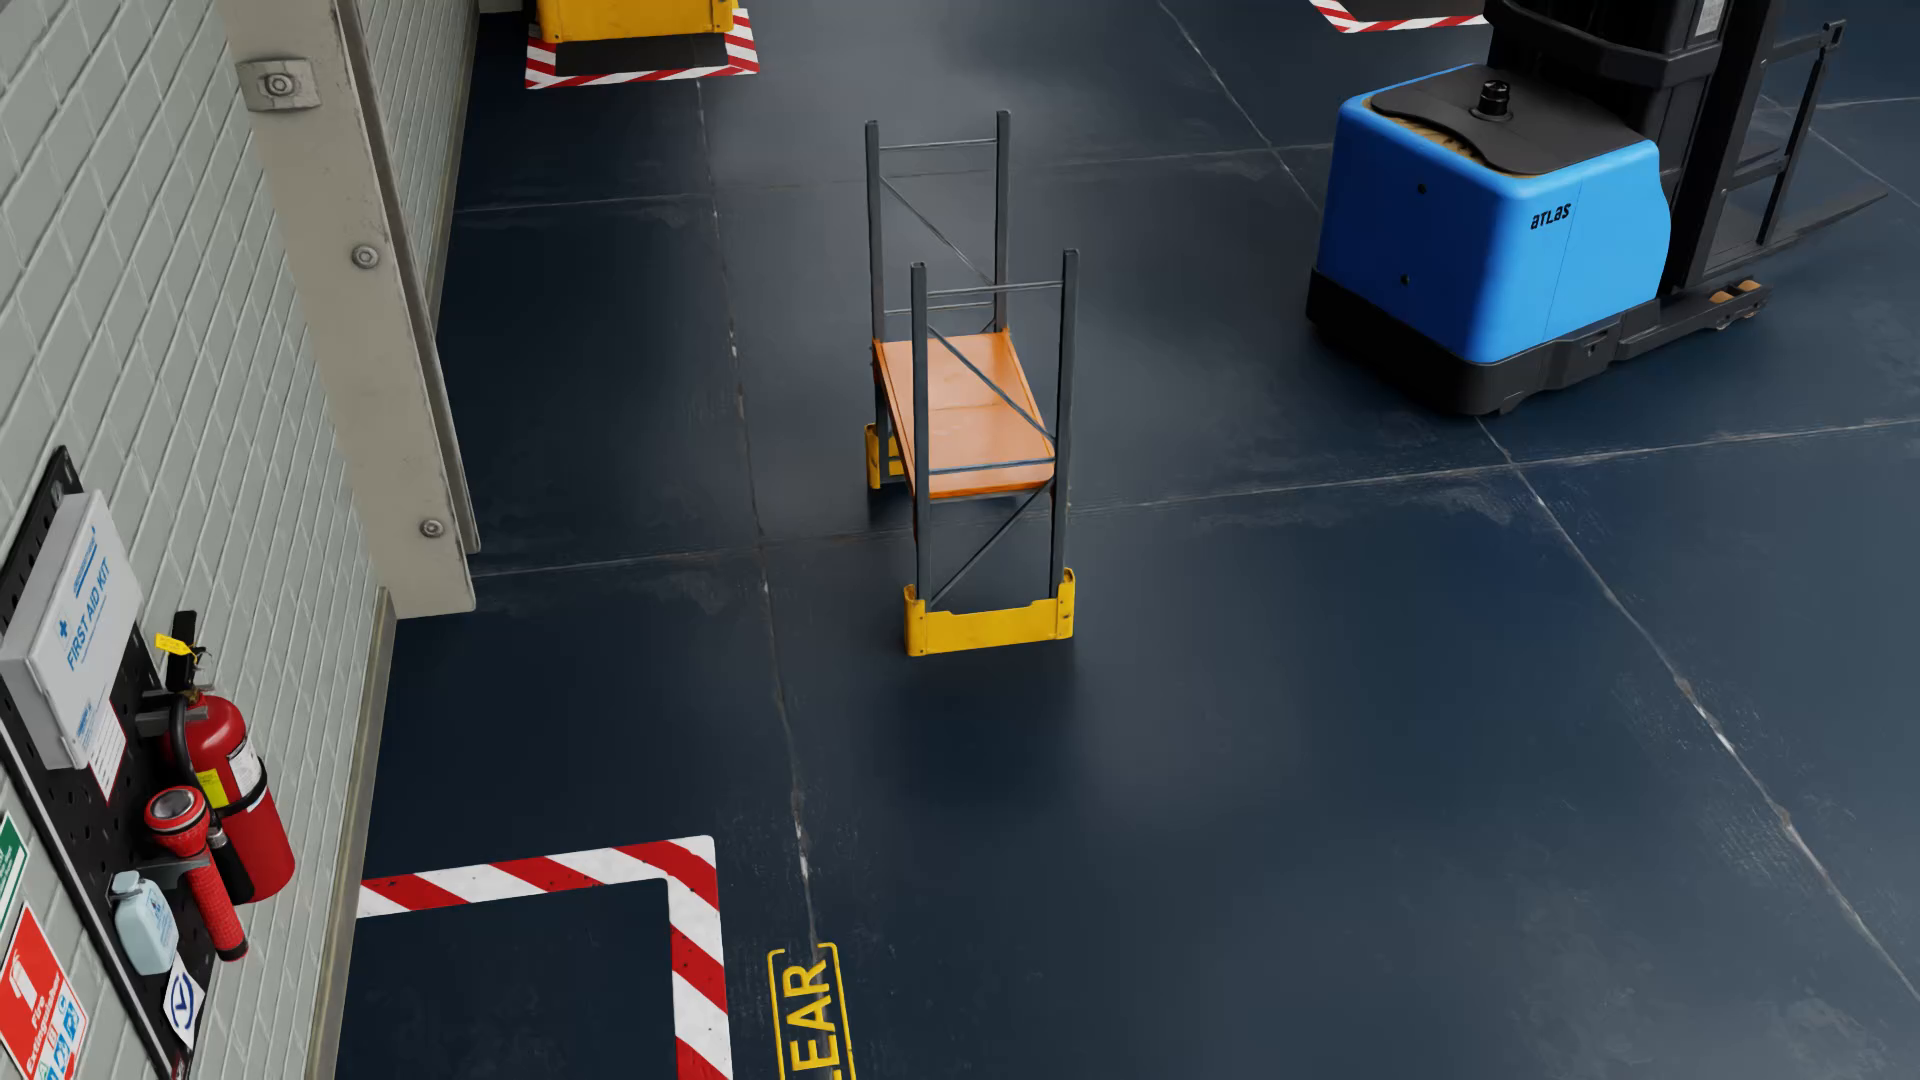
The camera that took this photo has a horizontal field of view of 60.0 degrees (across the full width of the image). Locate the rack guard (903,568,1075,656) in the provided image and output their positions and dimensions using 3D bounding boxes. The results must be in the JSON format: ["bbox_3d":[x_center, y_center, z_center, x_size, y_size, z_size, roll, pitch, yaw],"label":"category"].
[{"bbox_3d":[0.101,0.248,5.727,0.587,0.250,0.087,-6,38,-8],"label":"rack guard"}]

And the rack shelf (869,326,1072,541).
[{"bbox_3d":[0.015,-0.399,5.834,0.538,0.185,1.000,-6,38,-8],"label":"rack shelf"}]

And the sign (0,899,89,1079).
[{"bbox_3d":[-1.523,0.791,2.757,0.001,0.329,0.234,-6,38,-8],"label":"sign"}]

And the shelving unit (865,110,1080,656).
[{"bbox_3d":[0.013,-0.546,5.731,0.587,1.500,1.083,-6,38,-8],"label":"shelving unit"}]

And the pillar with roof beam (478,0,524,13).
[{"bbox_3d":[1.273,-7.493,8.559,9.100,9.000,0.400,-6,38,-8],"label":"pillar with roof beam"}]

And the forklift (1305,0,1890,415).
[{"bbox_3d":[3.062,-2.354,6.891,3.031,2.935,1.130,-21,43,-25],"label":"forklift"}]

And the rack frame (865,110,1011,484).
[{"bbox_3d":[-0.074,-0.848,6.119,0.500,1.500,0.032,-6,38,-8],"label":"rack frame"}]

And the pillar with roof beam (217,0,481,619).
[{"bbox_3d":[2.324,-3.868,3.895,9.100,9.000,0.400,-6,38,-8],"label":"pillar with roof beam"}]

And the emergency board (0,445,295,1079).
[{"bbox_3d":[-1.518,0.460,3.212,0.194,1.169,0.643,-6,38,-8],"label":"emergency board"}]

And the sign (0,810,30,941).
[{"bbox_3d":[-1.515,0.578,2.600,0.001,0.109,0.331,-6,38,-8],"label":"sign"}]

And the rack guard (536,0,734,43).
[{"bbox_3d":[-2.005,-3.389,10.205,1.175,0.500,0.348,-6,38,-8],"label":"rack guard"}]

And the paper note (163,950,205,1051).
[{"bbox_3d":[-1.555,0.923,3.336,0.016,0.148,0.142,-6,38,-8],"label":"paper note"}]

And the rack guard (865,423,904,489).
[{"bbox_3d":[-0.074,-0.353,6.501,0.587,0.250,0.087,-6,38,-8],"label":"rack guard"}]

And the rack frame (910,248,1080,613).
[{"bbox_3d":[0.104,-0.234,5.328,0.500,1.500,0.032,-6,38,-8],"label":"rack frame"}]
